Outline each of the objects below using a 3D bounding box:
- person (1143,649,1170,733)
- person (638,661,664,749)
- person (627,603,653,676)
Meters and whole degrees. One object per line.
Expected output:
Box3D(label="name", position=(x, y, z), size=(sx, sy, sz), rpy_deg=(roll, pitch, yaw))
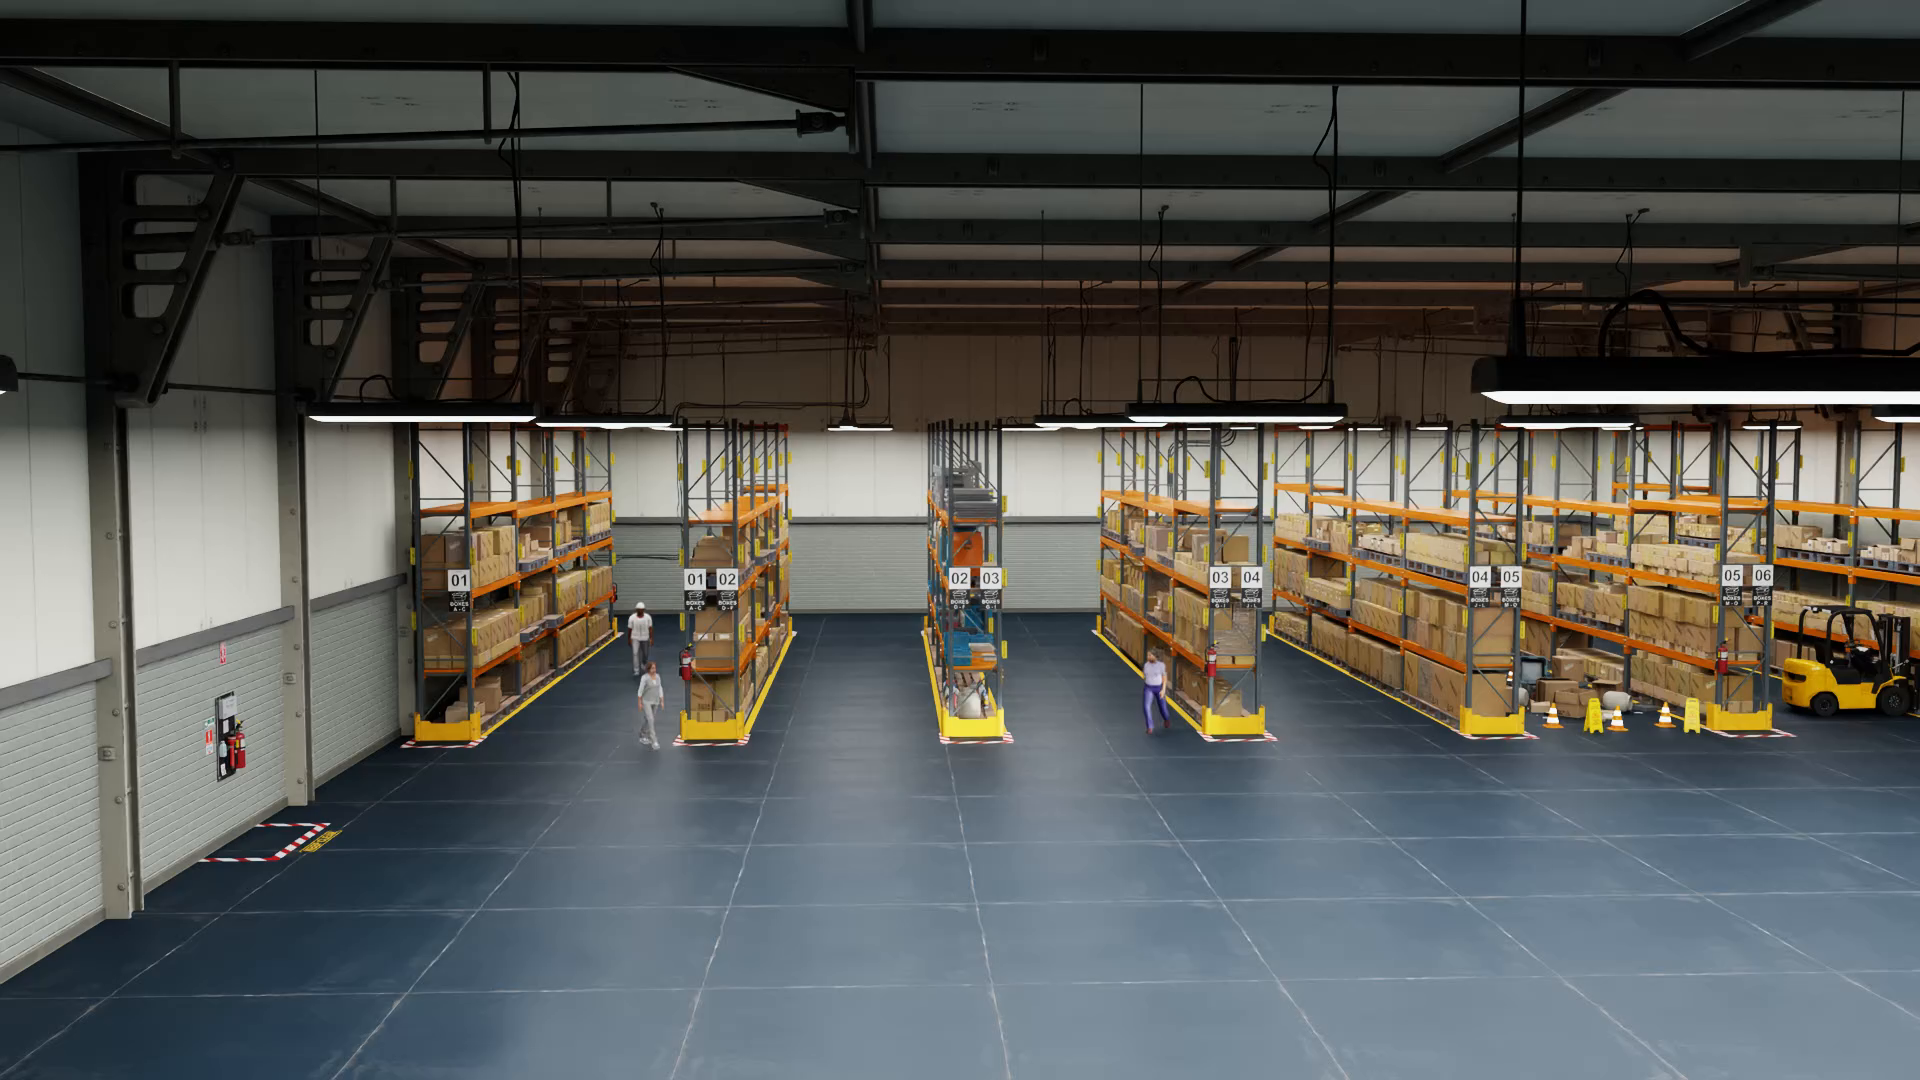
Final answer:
Box3D(label="person", position=(3.743, 2.880, 31.895), size=(0.480, 1.574, 0.905), rpy_deg=(1, 4, 19))
Box3D(label="person", position=(-5.624, 2.981, 30.301), size=(0.872, 1.553, 0.451), rpy_deg=(3, 5, 40))
Box3D(label="person", position=(-7.606, 2.337, 39.553), size=(0.589, 1.712, 1.041), rpy_deg=(-1, 4, -20))
